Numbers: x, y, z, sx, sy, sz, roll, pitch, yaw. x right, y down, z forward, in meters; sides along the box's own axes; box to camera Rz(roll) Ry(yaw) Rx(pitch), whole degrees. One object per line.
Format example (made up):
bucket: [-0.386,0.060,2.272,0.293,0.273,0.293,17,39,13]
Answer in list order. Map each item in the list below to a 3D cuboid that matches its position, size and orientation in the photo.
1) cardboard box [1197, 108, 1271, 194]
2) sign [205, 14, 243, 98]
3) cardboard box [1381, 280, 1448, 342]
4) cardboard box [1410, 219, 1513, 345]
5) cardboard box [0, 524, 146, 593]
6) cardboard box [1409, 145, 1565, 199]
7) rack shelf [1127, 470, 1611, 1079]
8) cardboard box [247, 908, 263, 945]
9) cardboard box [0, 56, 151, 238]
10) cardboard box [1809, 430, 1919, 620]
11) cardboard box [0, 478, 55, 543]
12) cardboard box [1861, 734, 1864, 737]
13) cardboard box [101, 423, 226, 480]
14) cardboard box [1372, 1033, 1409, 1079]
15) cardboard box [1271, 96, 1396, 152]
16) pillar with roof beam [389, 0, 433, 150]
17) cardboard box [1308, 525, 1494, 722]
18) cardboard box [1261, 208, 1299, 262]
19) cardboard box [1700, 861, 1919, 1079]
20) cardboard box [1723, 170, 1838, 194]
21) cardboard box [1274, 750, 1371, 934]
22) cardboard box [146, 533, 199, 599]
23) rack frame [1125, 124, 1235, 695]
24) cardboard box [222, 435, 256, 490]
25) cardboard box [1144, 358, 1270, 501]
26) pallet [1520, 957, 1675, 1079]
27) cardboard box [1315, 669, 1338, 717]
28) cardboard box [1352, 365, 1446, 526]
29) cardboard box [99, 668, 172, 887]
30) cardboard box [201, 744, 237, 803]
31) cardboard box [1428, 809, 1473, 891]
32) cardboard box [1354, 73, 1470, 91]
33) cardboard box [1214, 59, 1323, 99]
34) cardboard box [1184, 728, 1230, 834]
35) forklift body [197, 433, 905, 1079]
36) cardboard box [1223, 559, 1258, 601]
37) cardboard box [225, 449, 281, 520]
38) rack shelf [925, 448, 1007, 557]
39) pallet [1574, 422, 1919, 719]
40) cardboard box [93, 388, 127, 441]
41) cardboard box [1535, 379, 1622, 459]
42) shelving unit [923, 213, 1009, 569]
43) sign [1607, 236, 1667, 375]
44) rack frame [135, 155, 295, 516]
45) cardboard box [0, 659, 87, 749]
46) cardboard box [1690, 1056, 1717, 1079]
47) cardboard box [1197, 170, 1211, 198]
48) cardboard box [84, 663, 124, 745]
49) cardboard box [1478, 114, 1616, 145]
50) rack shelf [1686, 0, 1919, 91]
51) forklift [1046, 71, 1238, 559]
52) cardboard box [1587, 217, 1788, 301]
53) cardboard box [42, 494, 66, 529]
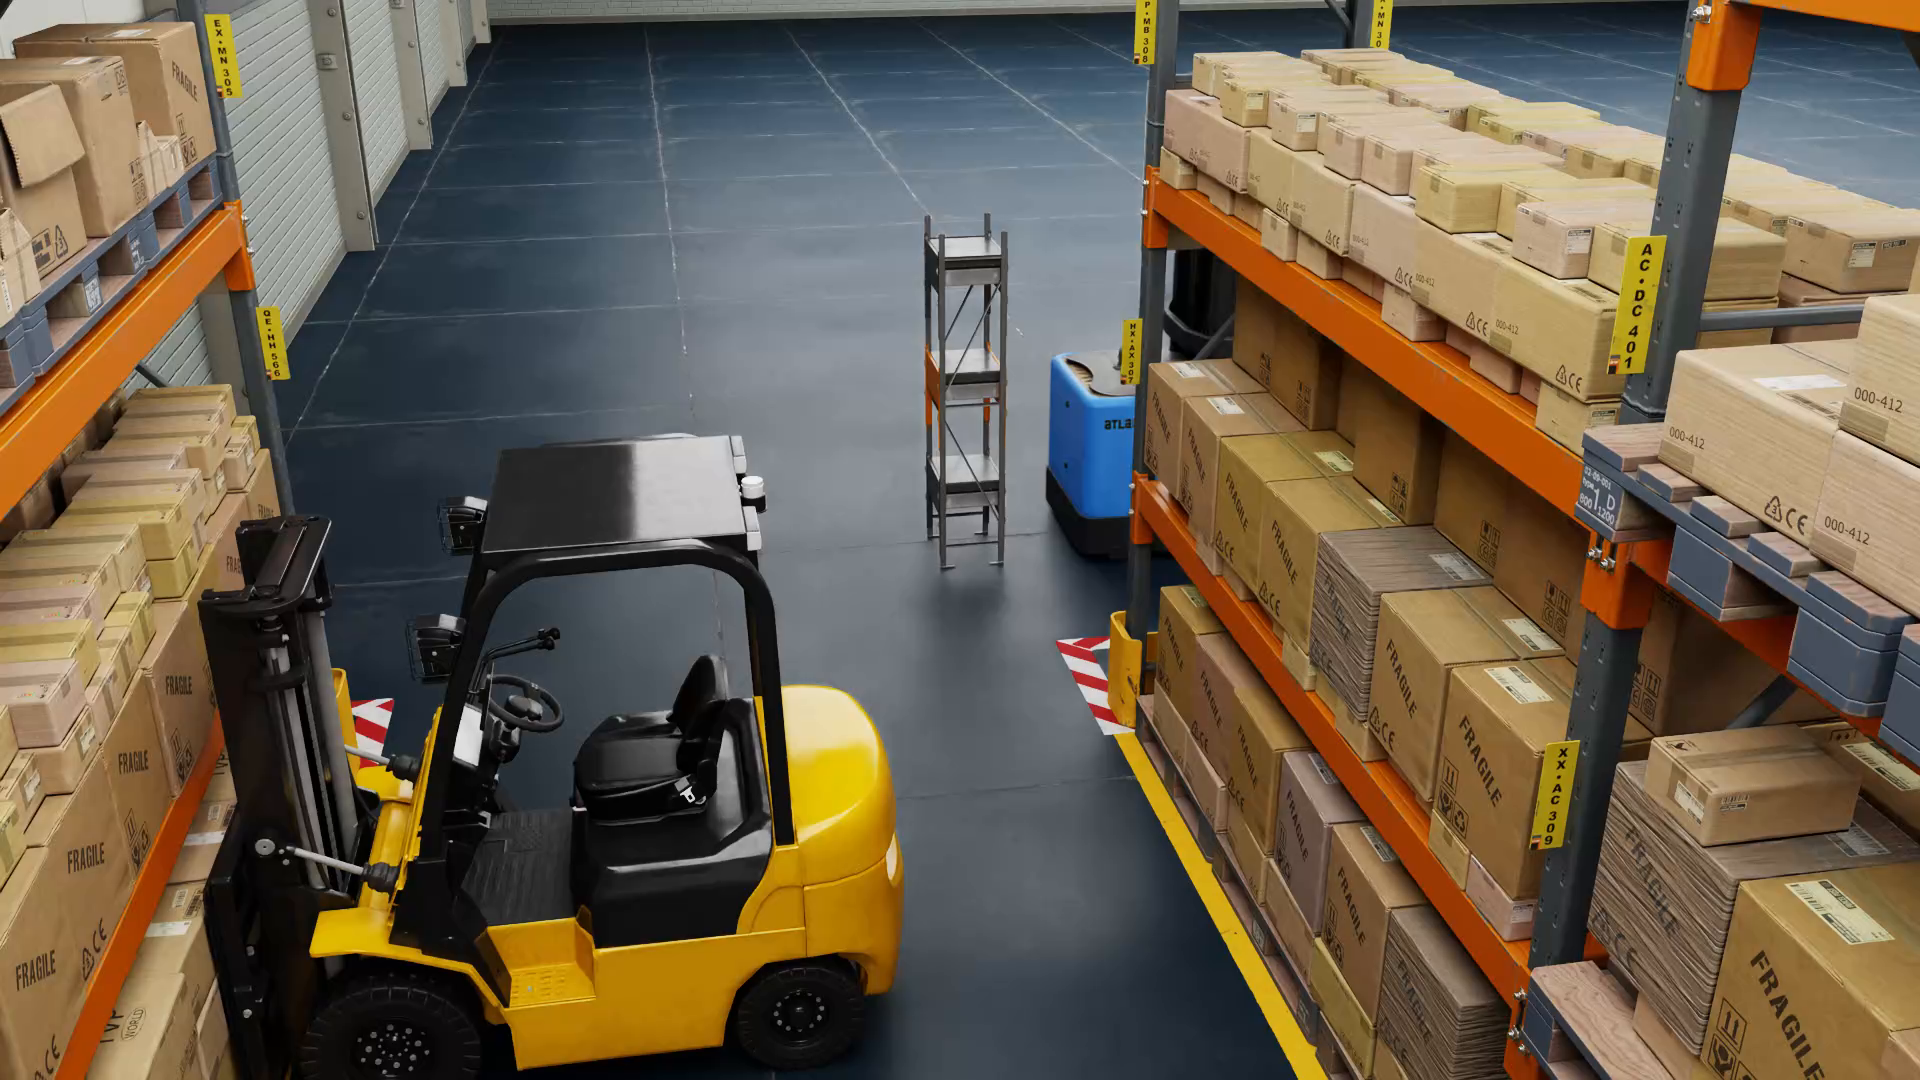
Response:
cardboard box: [1.275,-1.572,6.670,0.500,0.250,0.500,-5,24,-11]
sign: [-2.981,-1.956,6.726,0.100,0.325,0.005,-4,24,-10]
cardboard box: [1.566,-0.740,5.262,0.380,0.149,0.250,-4,24,-8]
cardboard box: [1.659,-0.767,4.827,0.500,0.250,0.500,-5,24,-11]
cardboard box: [-2.954,0.071,5.532,0.380,0.149,0.250,-4,24,-9]
cardboard box: [1.619,-1.115,5.125,0.380,0.149,0.250,-5,24,-11]
rack shelf: [1.730,0.570,6.596,1.077,0.370,4.000,-4,24,-10]
cardboard box: [-2.833,1.426,6.023,0.500,0.250,0.500,-4,24,-10]
cardboard box: [-3.105,-1.270,5.387,0.700,0.500,0.500,-4,24,-9]
cardboard box: [1.909,-0.012,2.945,0.500,0.250,0.500,-5,24,-10]
cardboard box: [-3.482,-0.100,5.925,0.380,0.149,0.250,-4,24,-8]
cardboard box: [4.173,1.101,7.600,0.637,0.503,0.797,18,29,36]
cardboard box: [-3.092,-0.336,6.464,0.380,0.149,0.250,-4,24,-9]
cardboard box: [1.727,1.882,5.604,0.500,0.250,0.500,-3,24,-7]
cardboard box: [1.355,-1.512,6.034,0.380,0.149,0.250,-4,24,-8]
pillar with roof beam: [-3.372,-9.985,22.368,9.100,9.000,0.400,-4,24,-10]
cardboard box: [1.571,0.283,5.858,0.500,0.500,0.500,-4,24,-8]
cardboard box: [1.345,-1.143,6.186,0.380,0.149,0.250,-4,24,-9]
cardboard box: [1.998,1.055,3.565,0.500,0.500,0.500,-4,24,-10]
cardboard box: [2.246,-0.950,4.748,0.380,0.149,0.250,-5,24,-11]
cardboard box: [1.536,1.138,6.371,0.500,0.500,0.500,-3,24,-7]
cardboard box: [-2.916,0.098,5.843,0.380,0.149,0.250,-4,24,-9]
rack frame: [1.360,-0.546,8.253,1.000,3.000,0.127,-4,24,-10]
cardboard box: [-3.101,-0.306,6.769,0.380,0.149,0.250,-4,24,-9]
cardboard box: [1.175,-0.521,7.700,0.500,0.500,0.500,-5,24,-11]
pallet: [2.098,1.426,3.976,1.003,0.211,1.213,-4,24,-10]
cardboard box: [1.532,0.536,6.088,0.380,0.149,0.250,-5,24,-11]
cardboard box: [1.907,-0.403,6.178,0.700,0.500,0.500,-4,24,-10]
cardboard box: [-2.810,0.754,5.152,0.500,0.500,0.500,-5,24,-10]
cardboard box: [-2.922,0.988,6.401,0.500,0.250,0.500,-4,24,-9]
cardboard box: [1.688,0.941,5.162,0.380,0.149,0.250,-4,24,-9]
cardboard box: [1.785,-1.753,6.586,0.380,0.149,0.250,-4,24,-9]
cardboard box: [1.288,-1.918,6.964,0.380,0.149,0.250,-4,24,-10]
cardboard box: [1.325,1.061,7.485,0.500,0.250,0.500,-3,24,-8]
forklift body: [-1.373,0.822,6.180,2.313,2.155,1.214,-4,24,-10]
cardboard box: [1.332,0.129,7.021,0.380,0.149,0.250,-4,24,-8]
cardboard box: [-3.168,-0.049,6.990,0.500,0.500,0.500,-5,24,-11]
rack shelf: [0.031,-0.243,10.466,0.431,0.518,0.480,-4,24,-10]
pallet: [2.110,-0.011,3.514,1.213,0.211,1.003,-4,24,-10]
cardboard box: [-3.665,-0.509,6.860,0.380,0.149,0.250,-5,24,-11]
cardboard box: [1.741,-0.334,4.333,0.380,0.149,0.250,-4,24,-9]
shelving unit: [0.031,-0.897,10.181,0.431,2.100,0.503,-4,24,-10]
sign: [1.568,-0.541,3.848,0.100,0.325,0.005,-4,24,-10]
rack frame: [-3.517,-0.177,7.408,1.000,3.000,0.127,-4,24,-10]
cardboard box: [-2.684,0.465,4.632,0.380,0.149,0.250,-4,24,-9]
cardboard box: [1.929,1.290,3.839,0.380,0.149,0.250,-4,24,-9]
cardboard box: [1.239,-1.554,7.128,0.380,0.149,0.250,-5,24,-11]
cardboard box: [-2.723,0.500,4.922,0.380,0.149,0.250,-5,24,-10]
cardboard box: [1.994,-1.351,5.666,0.380,0.149,0.250,-4,24,-9]
rack shelf: [2.470,-0.422,1.872,1.077,0.370,4.000,-4,24,-10]
forklift: [2.145,-1.498,10.519,3.031,2.935,1.130,-4,24,-10]
cardboard box: [1.827,-0.706,4.189,0.380,0.149,0.250,-4,24,-9]
cardboard box: [-3.571,-0.065,6.217,0.380,0.149,0.250,-5,24,-12]
